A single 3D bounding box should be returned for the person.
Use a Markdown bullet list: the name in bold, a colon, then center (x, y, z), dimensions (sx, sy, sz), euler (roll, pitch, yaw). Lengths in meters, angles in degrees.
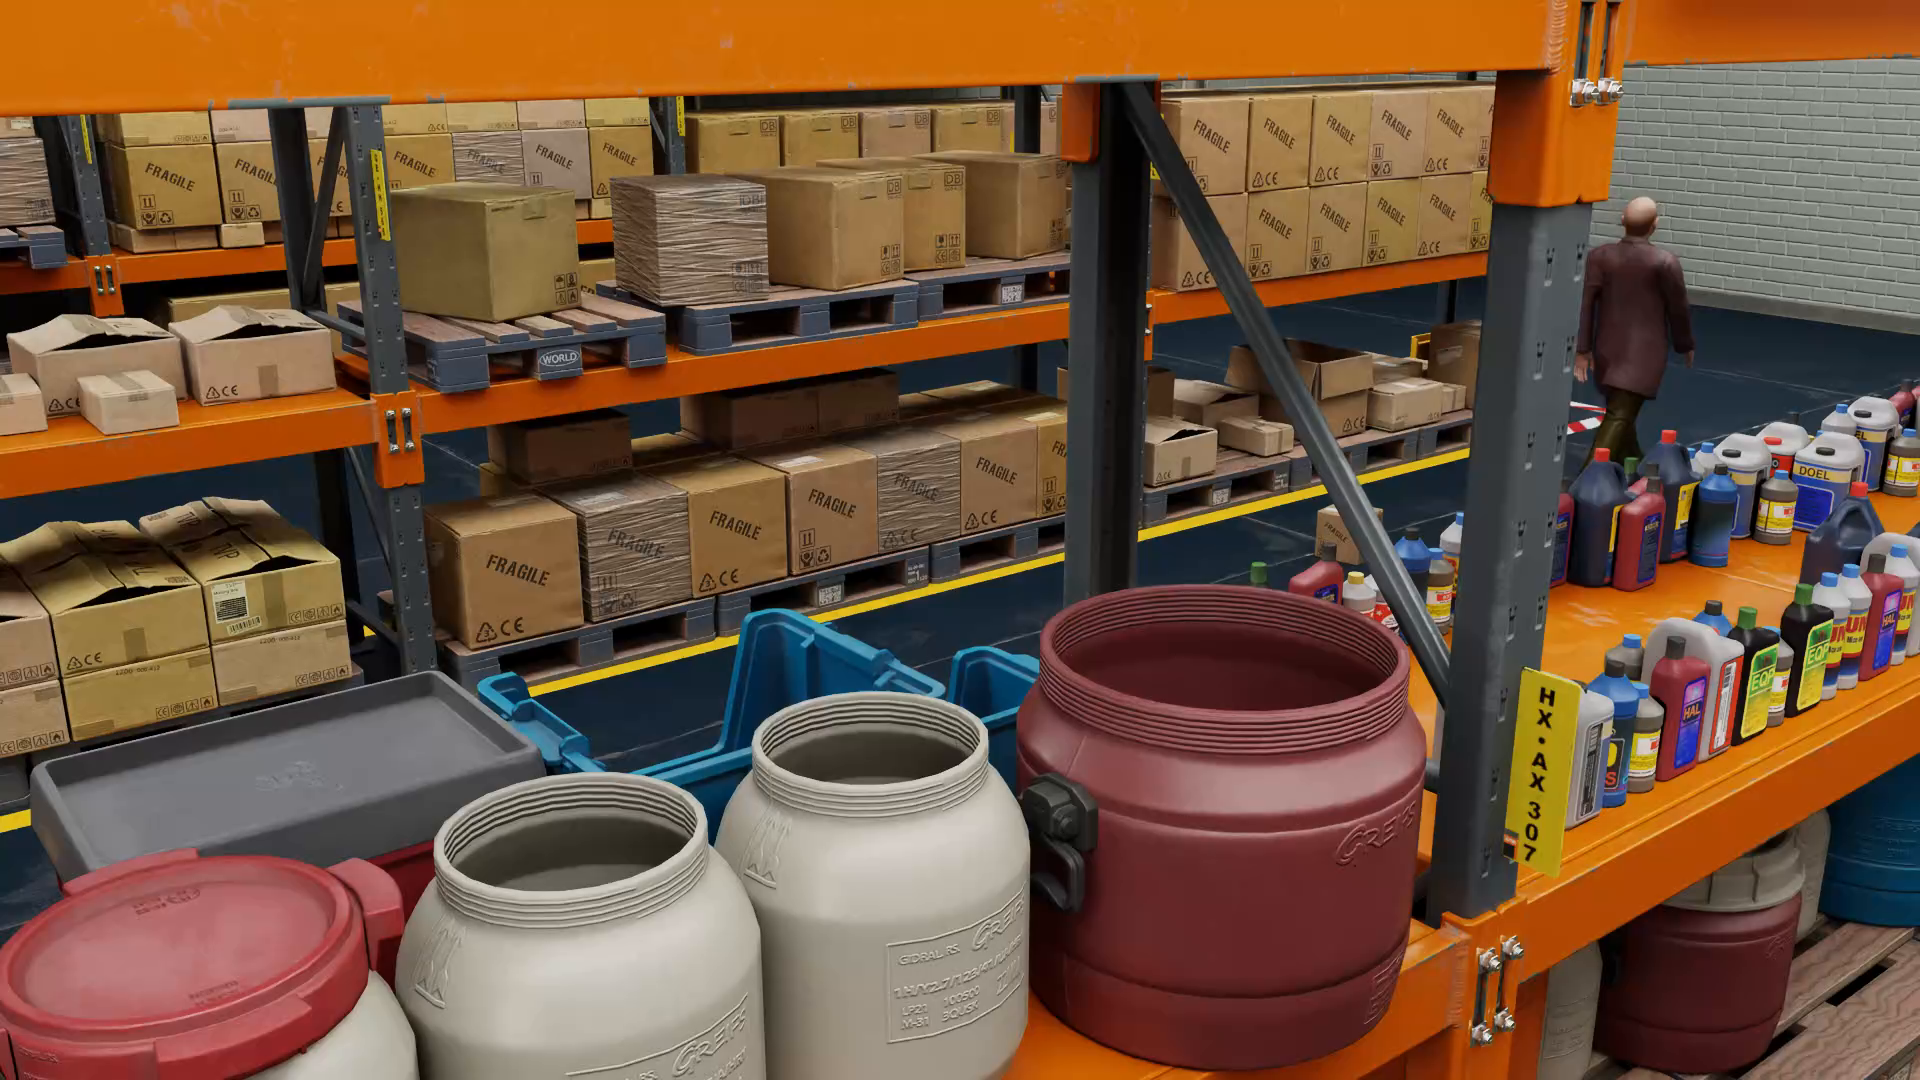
- **person**: center (3.892, -1.095, 9.515), dimensions (1.066, 1.727, 0.569), euler (-13, 22, -36)
